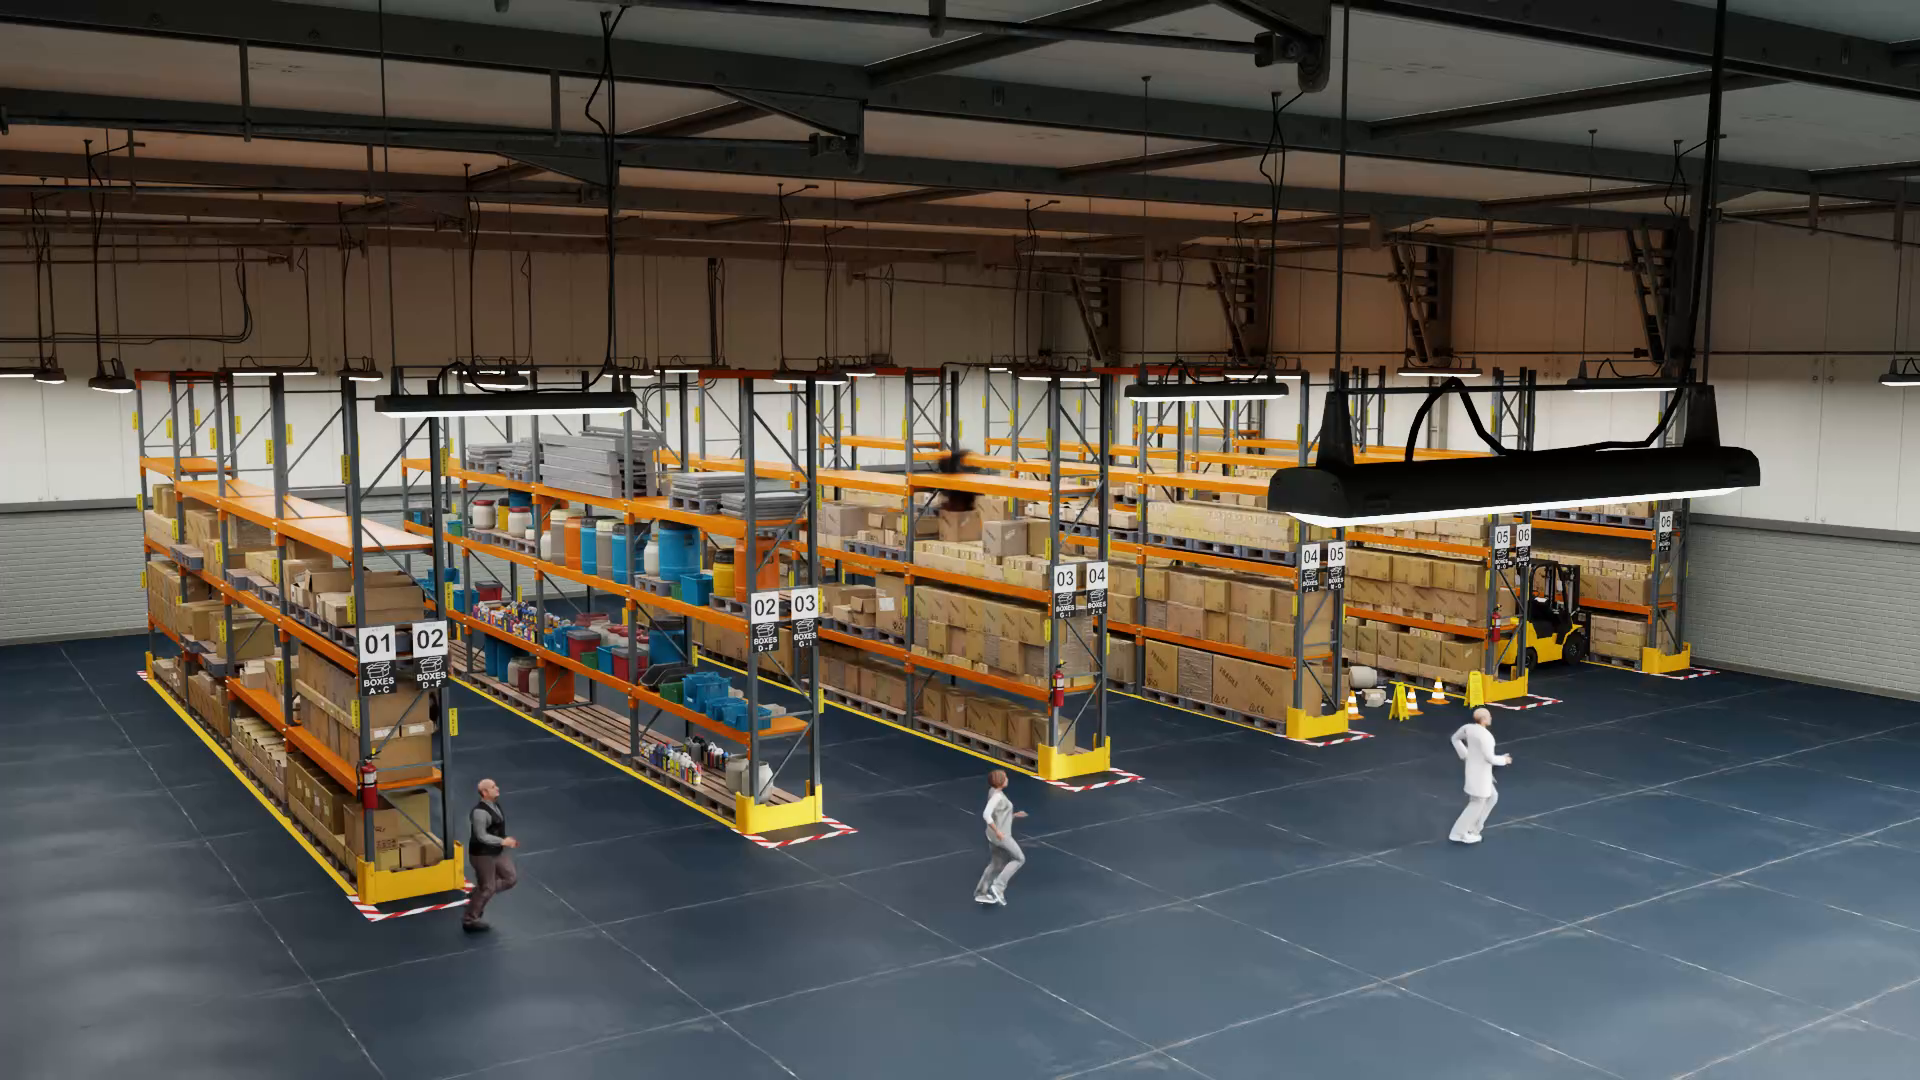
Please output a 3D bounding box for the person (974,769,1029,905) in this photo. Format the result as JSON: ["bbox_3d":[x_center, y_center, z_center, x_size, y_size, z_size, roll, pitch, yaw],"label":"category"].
[{"bbox_3d":[0.476,3.390,19.012,0.635,1.563,0.509,-1,7,-12],"label":"person"}]

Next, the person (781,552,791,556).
[{"bbox_3d":[-4.276,1.080,39.450,0.704,1.590,0.536,-3,7,-24],"label":"person"}]

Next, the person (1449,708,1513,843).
[{"bbox_3d":[6.696,3.060,21.412,0.779,1.829,0.740,0,6,-1],"label":"person"}]

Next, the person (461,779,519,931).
[{"bbox_3d":[-5.156,3.439,18.301,0.672,1.680,0.691,0,6,2],"label":"person"}]

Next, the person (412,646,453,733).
[{"bbox_3d":[-8.692,2.350,27.607,0.744,1.723,0.627,5,8,40],"label":"person"}]
